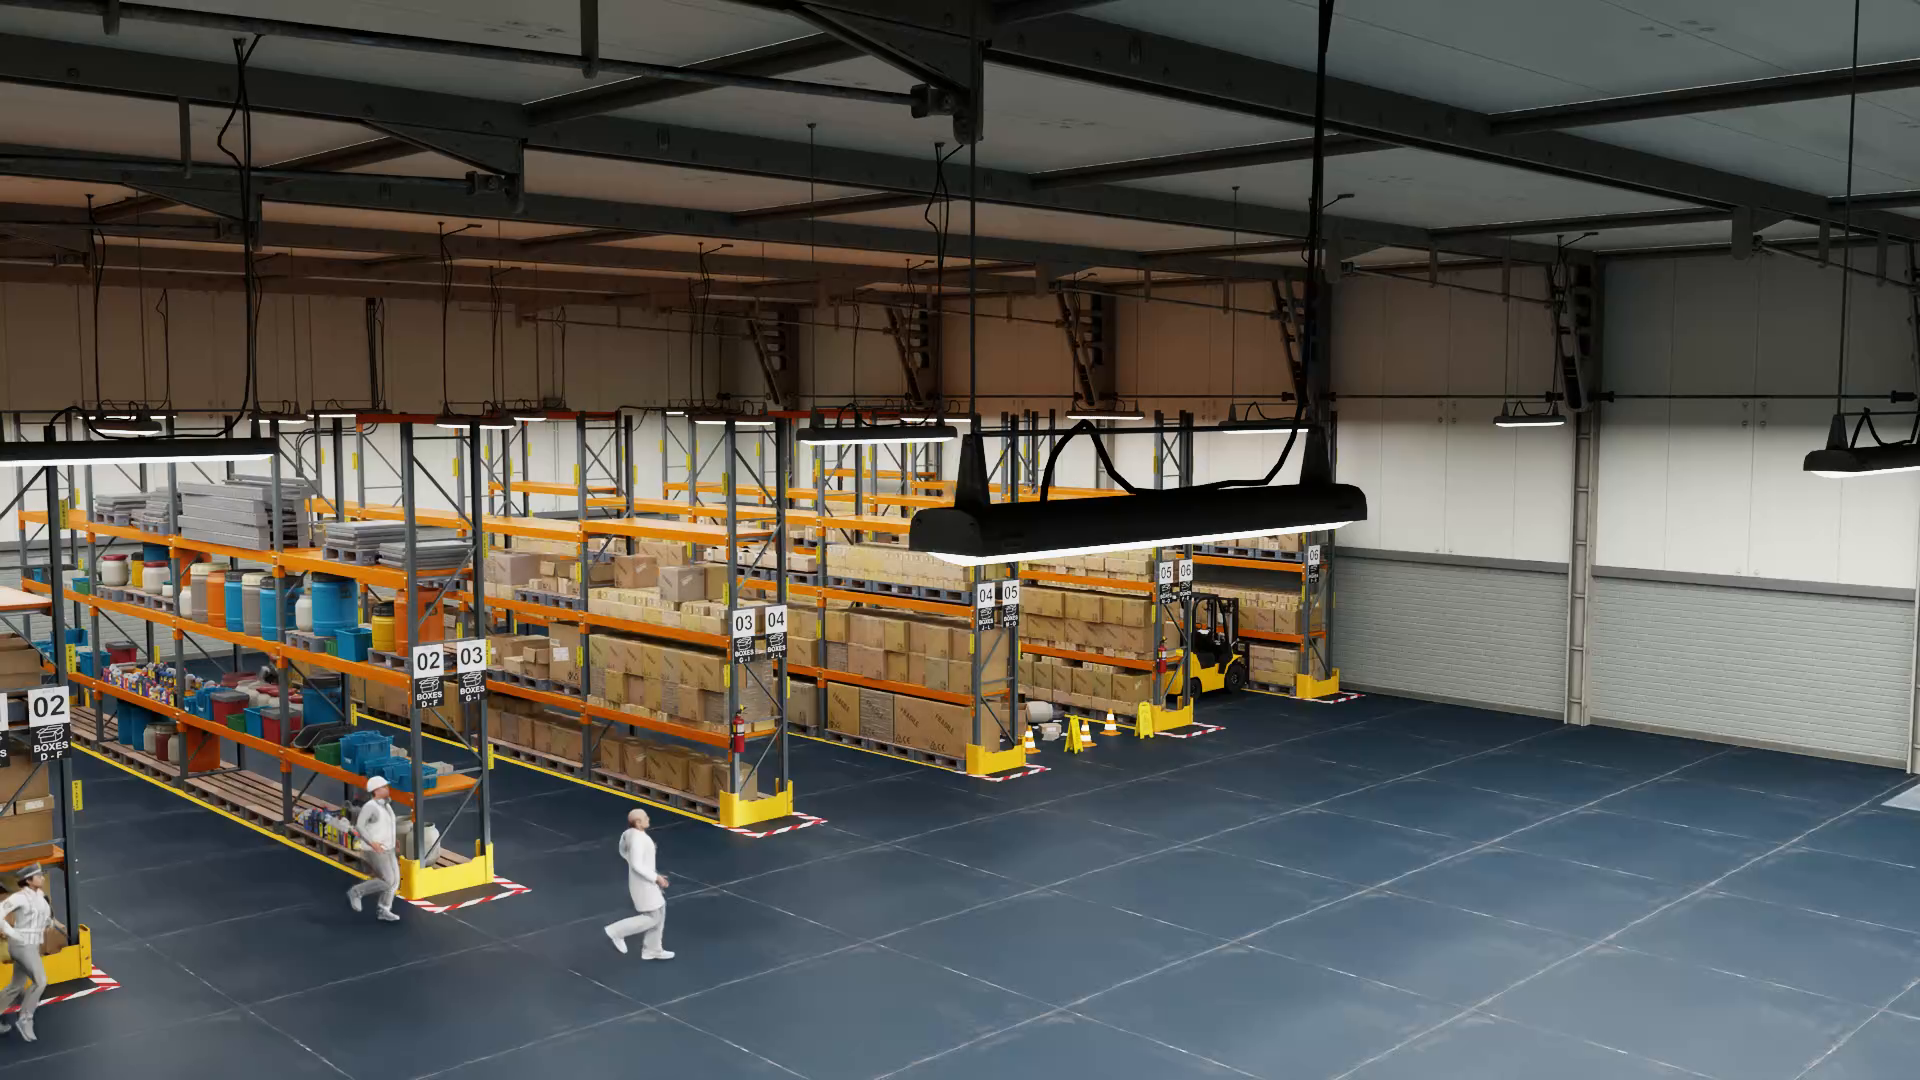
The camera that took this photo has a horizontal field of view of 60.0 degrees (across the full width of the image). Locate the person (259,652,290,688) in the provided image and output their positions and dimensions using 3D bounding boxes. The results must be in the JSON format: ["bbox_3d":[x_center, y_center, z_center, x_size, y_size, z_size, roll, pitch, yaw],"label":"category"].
[{"bbox_3d":[-12.516,2.841,30.523,0.594,1.674,0.653,4,6,38],"label":"person"}]

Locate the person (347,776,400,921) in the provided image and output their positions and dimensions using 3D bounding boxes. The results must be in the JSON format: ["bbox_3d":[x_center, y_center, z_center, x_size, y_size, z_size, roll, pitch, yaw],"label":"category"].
[{"bbox_3d":[-7.056,3.725,20.226,0.640,1.703,0.698,0,5,5],"label":"person"}]

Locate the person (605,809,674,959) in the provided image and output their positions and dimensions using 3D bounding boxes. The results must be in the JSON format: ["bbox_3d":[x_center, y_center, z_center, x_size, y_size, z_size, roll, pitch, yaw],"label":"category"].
[{"bbox_3d":[-3.600,3.862,18.606,0.785,1.743,0.722,-2,5,-19],"label":"person"}]

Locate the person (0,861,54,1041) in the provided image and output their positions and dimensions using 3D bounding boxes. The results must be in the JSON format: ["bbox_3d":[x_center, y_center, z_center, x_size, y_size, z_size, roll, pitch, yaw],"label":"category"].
[{"bbox_3d":[-9.358,4.084,16.569,0.646,1.726,0.655,-1,5,-7],"label":"person"}]
